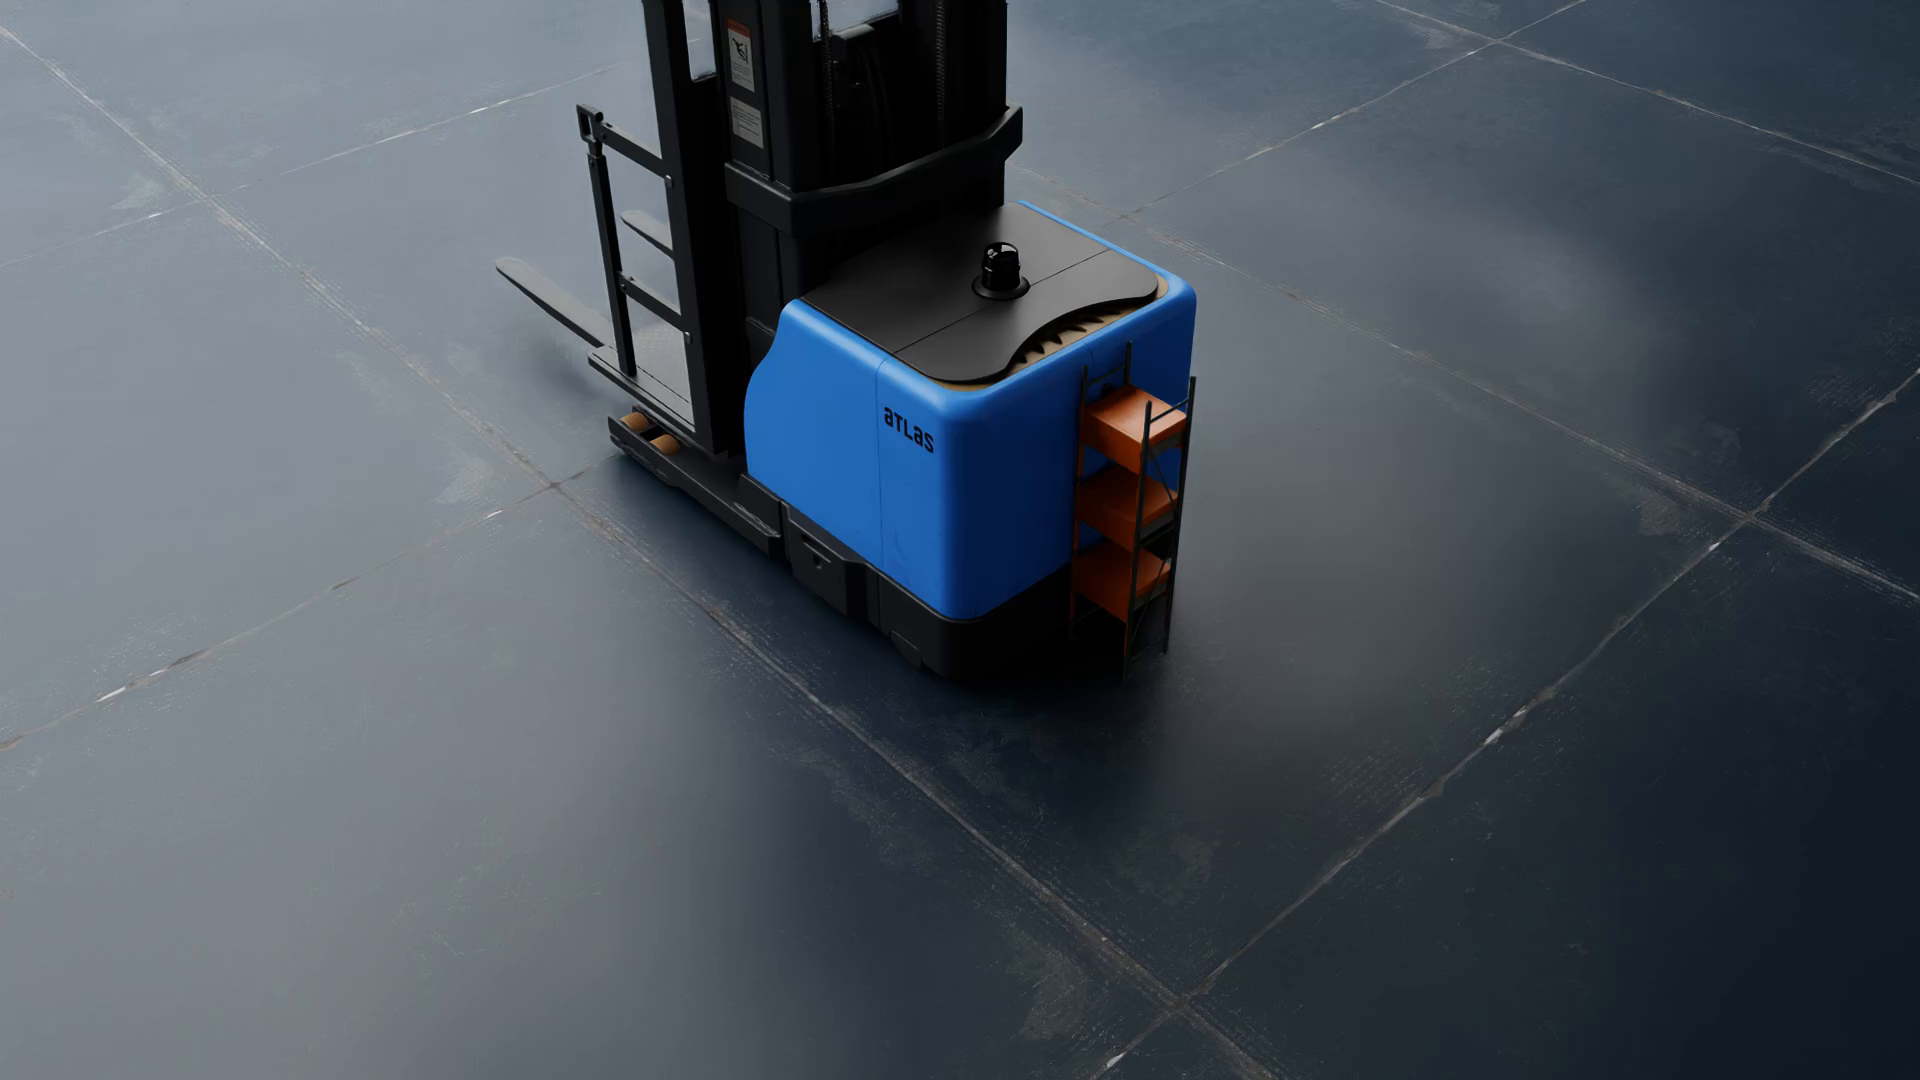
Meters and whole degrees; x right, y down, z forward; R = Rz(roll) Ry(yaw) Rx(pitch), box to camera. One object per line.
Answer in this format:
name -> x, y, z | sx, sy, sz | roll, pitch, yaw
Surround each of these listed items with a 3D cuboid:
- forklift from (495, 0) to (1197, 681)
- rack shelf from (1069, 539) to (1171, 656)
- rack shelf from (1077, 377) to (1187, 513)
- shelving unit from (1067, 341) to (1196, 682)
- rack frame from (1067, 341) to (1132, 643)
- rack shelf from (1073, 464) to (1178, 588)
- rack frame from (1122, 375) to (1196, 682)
forklift -> -0.635, -1.546, 5.331 | 1.130, 2.935, 3.031 | -30, 48, -32
rack shelf -> 0.502, 0.160, 5.176 | 0.215, 0.259, 0.240 | -30, 48, -32
rack shelf -> 0.502, -0.277, 4.823 | 0.215, 0.259, 0.240 | -30, 48, -32
shelving unit -> 0.502, -0.065, 4.995 | 0.215, 1.050, 0.252 | -30, 48, -32
rack frame -> 0.420, -0.121, 5.065 | 0.200, 1.050, 0.008 | -30, 48, -32
rack shelf -> 0.502, -0.057, 5.001 | 0.215, 0.259, 0.240 | -30, 48, -32
rack frame -> 0.585, -0.008, 4.925 | 0.200, 1.050, 0.008 | -30, 48, -32
